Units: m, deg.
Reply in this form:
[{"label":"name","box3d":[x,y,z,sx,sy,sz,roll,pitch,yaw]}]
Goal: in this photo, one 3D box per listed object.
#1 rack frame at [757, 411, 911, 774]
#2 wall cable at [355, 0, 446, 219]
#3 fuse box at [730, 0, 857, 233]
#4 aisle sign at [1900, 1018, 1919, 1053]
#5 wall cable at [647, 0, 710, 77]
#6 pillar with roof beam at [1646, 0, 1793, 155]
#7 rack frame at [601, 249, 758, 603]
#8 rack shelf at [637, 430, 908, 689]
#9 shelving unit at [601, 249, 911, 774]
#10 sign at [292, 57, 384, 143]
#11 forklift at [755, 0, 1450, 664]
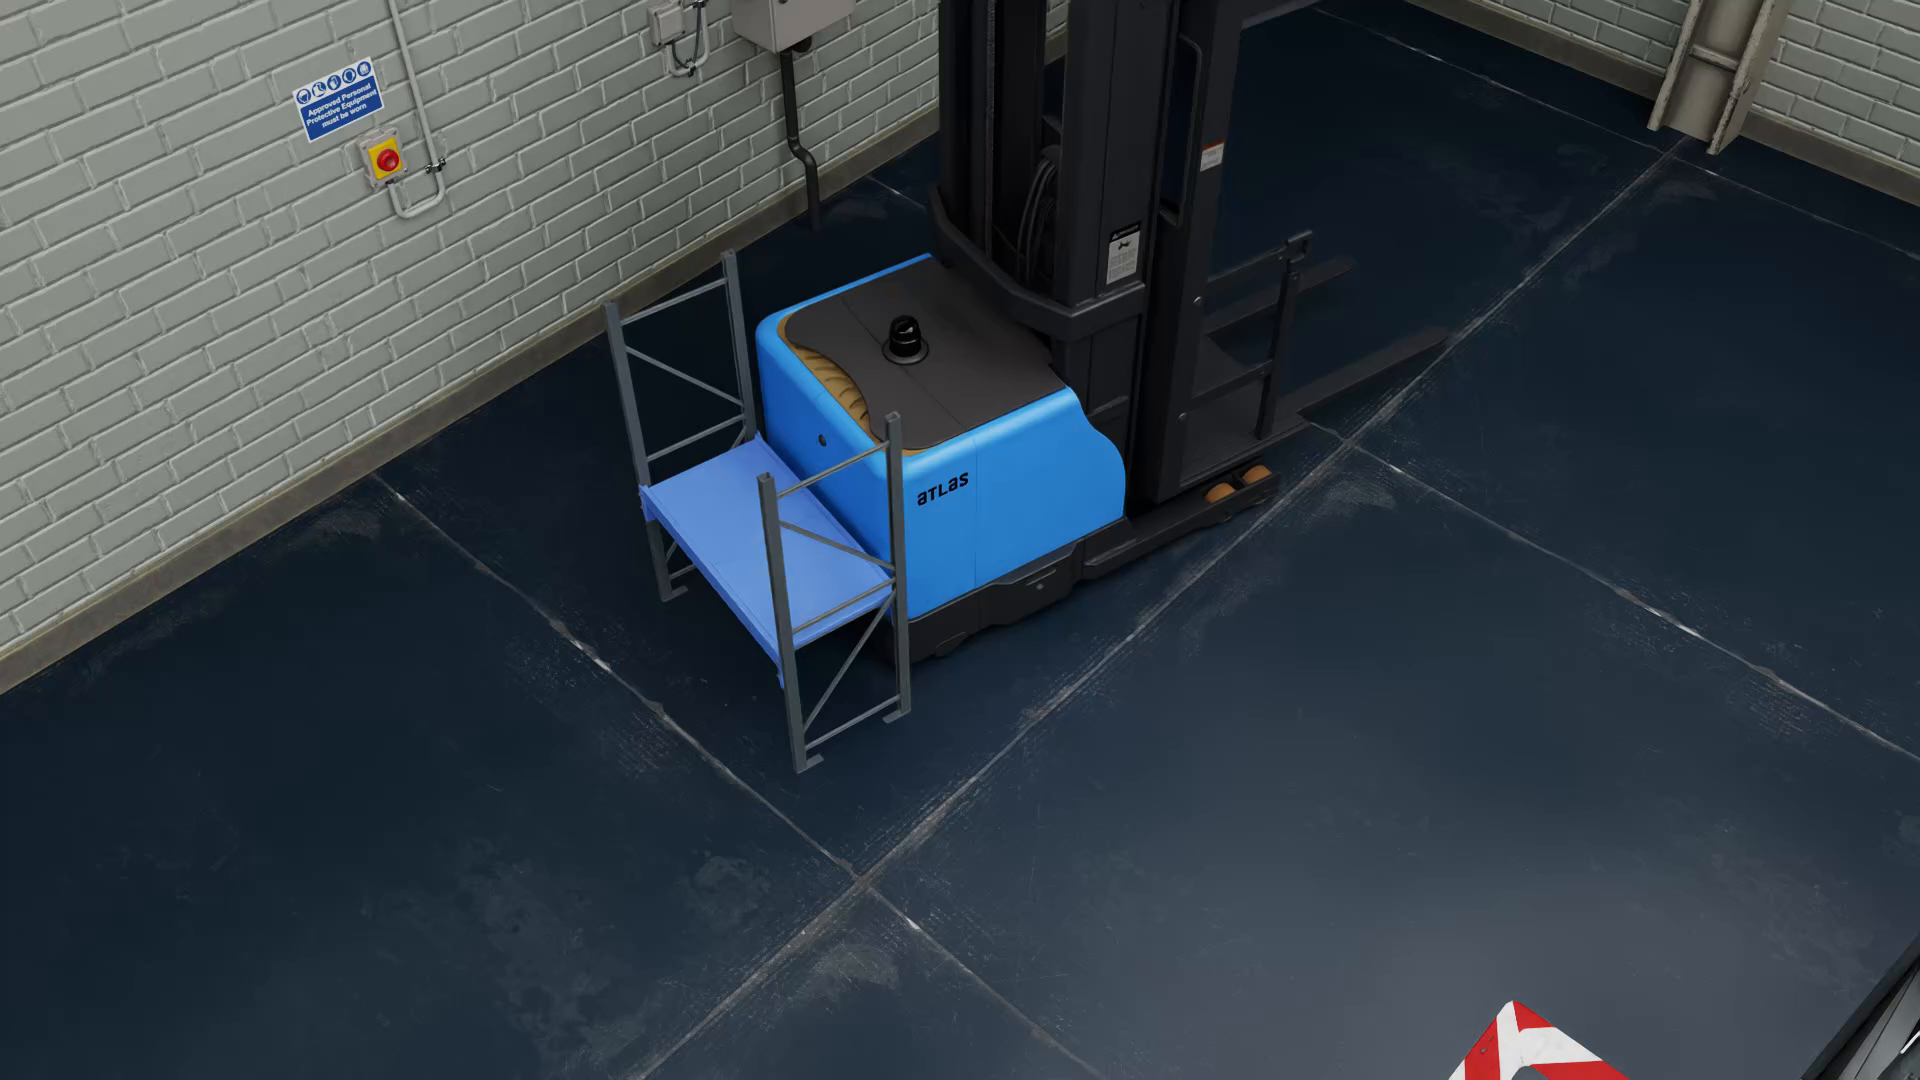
[{"label":"rack frame","box3d":[-0.396,0.227,5.617,0.500,1.500,0.032,-27,53,-23]},{"label":"wall cable","box3d":[-2.214,-1.888,5.855,0.123,1.953,0.585,34,55,28]},{"label":"fuse box","box3d":[-0.682,-2.142,7.696,0.414,1.711,0.539,34,55,28]},{"label":"aisle sign","box3d":[1.695,0.476,2.571,0.004,0.787,0.394,34,55,28]},{"label":"wall cable","box3d":[-1.261,-2.643,6.586,0.122,1.984,0.588,34,55,28]},{"label":"pillar with roof beam","box3d":[1.019,-2.978,3.482,0.400,9.000,9.100,34,55,28]},{"label":"rack frame","box3d":[-0.985,-0.378,6.184,0.500,1.500,0.032,-27,53,-23]},{"label":"rack shelf","box3d":[-0.690,0.048,6.032,0.538,0.185,1.000,-27,53,-23]},{"label":"shelving unit","box3d":[-0.690,-0.075,5.900,0.538,1.500,1.048,-27,53,-23]},{"label":"sign","box3d":[-2.292,-1.626,6.143,0.001,0.218,0.327,34,55,28]},{"label":"forklift","box3d":[0.739,-1.375,6.139,3.031,2.935,1.130,-25,52,-22]}]
